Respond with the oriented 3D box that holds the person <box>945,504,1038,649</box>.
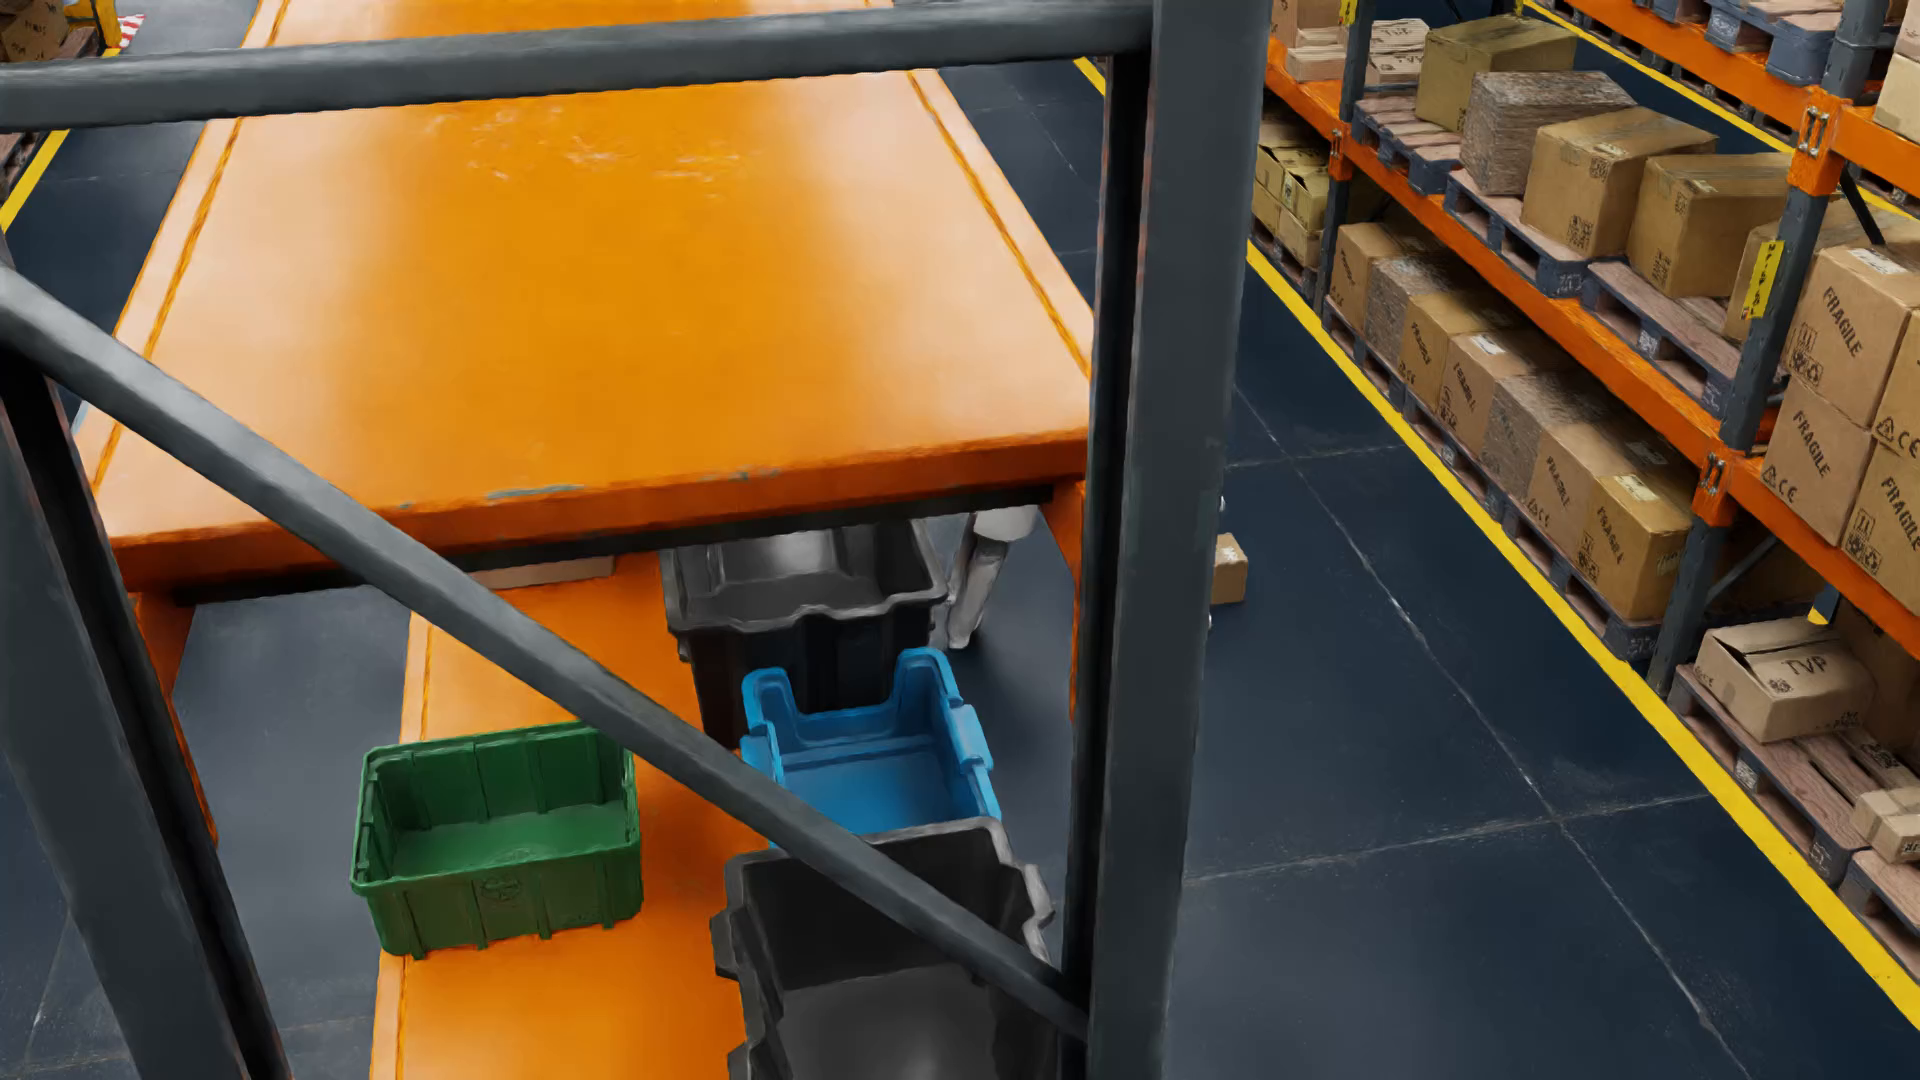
[{"bbox_3d":[0.162,-0.308,7.623,0.729,1.749,0.549,16,37,23],"label":"person"}]
